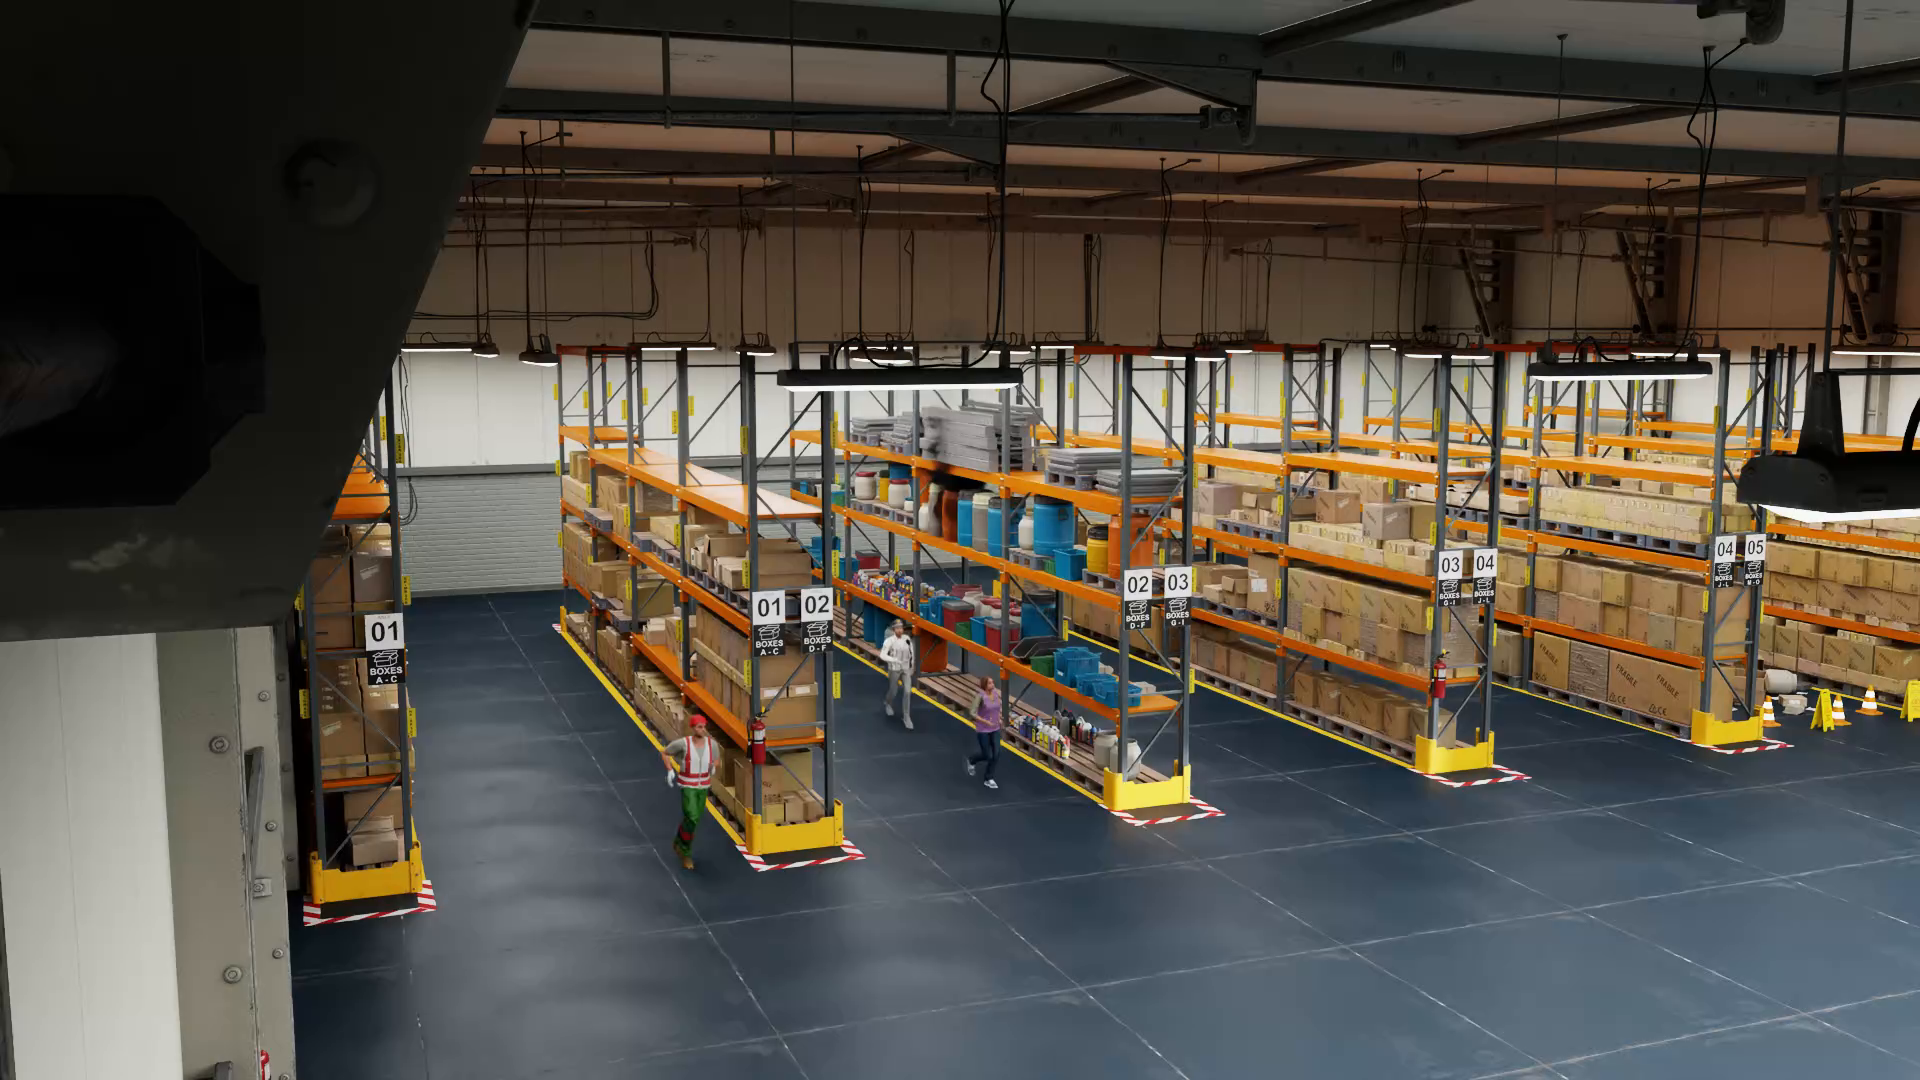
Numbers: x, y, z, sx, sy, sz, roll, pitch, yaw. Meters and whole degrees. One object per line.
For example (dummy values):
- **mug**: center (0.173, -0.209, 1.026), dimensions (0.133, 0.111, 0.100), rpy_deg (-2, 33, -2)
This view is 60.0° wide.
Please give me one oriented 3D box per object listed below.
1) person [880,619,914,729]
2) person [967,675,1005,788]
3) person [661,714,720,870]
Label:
- **person**: center (-0.984, 2.103, 26.707), dimensions (0.625, 1.711, 0.934), rpy_deg (-3, 8, -21)
- **person**: center (0.357, 2.637, 23.076), dimensions (0.542, 1.559, 0.625), rpy_deg (-6, 9, -38)
- **person**: center (-3.168, 2.968, 19.801), dimensions (0.661, 1.826, 0.753), rpy_deg (-5, 9, -37)
